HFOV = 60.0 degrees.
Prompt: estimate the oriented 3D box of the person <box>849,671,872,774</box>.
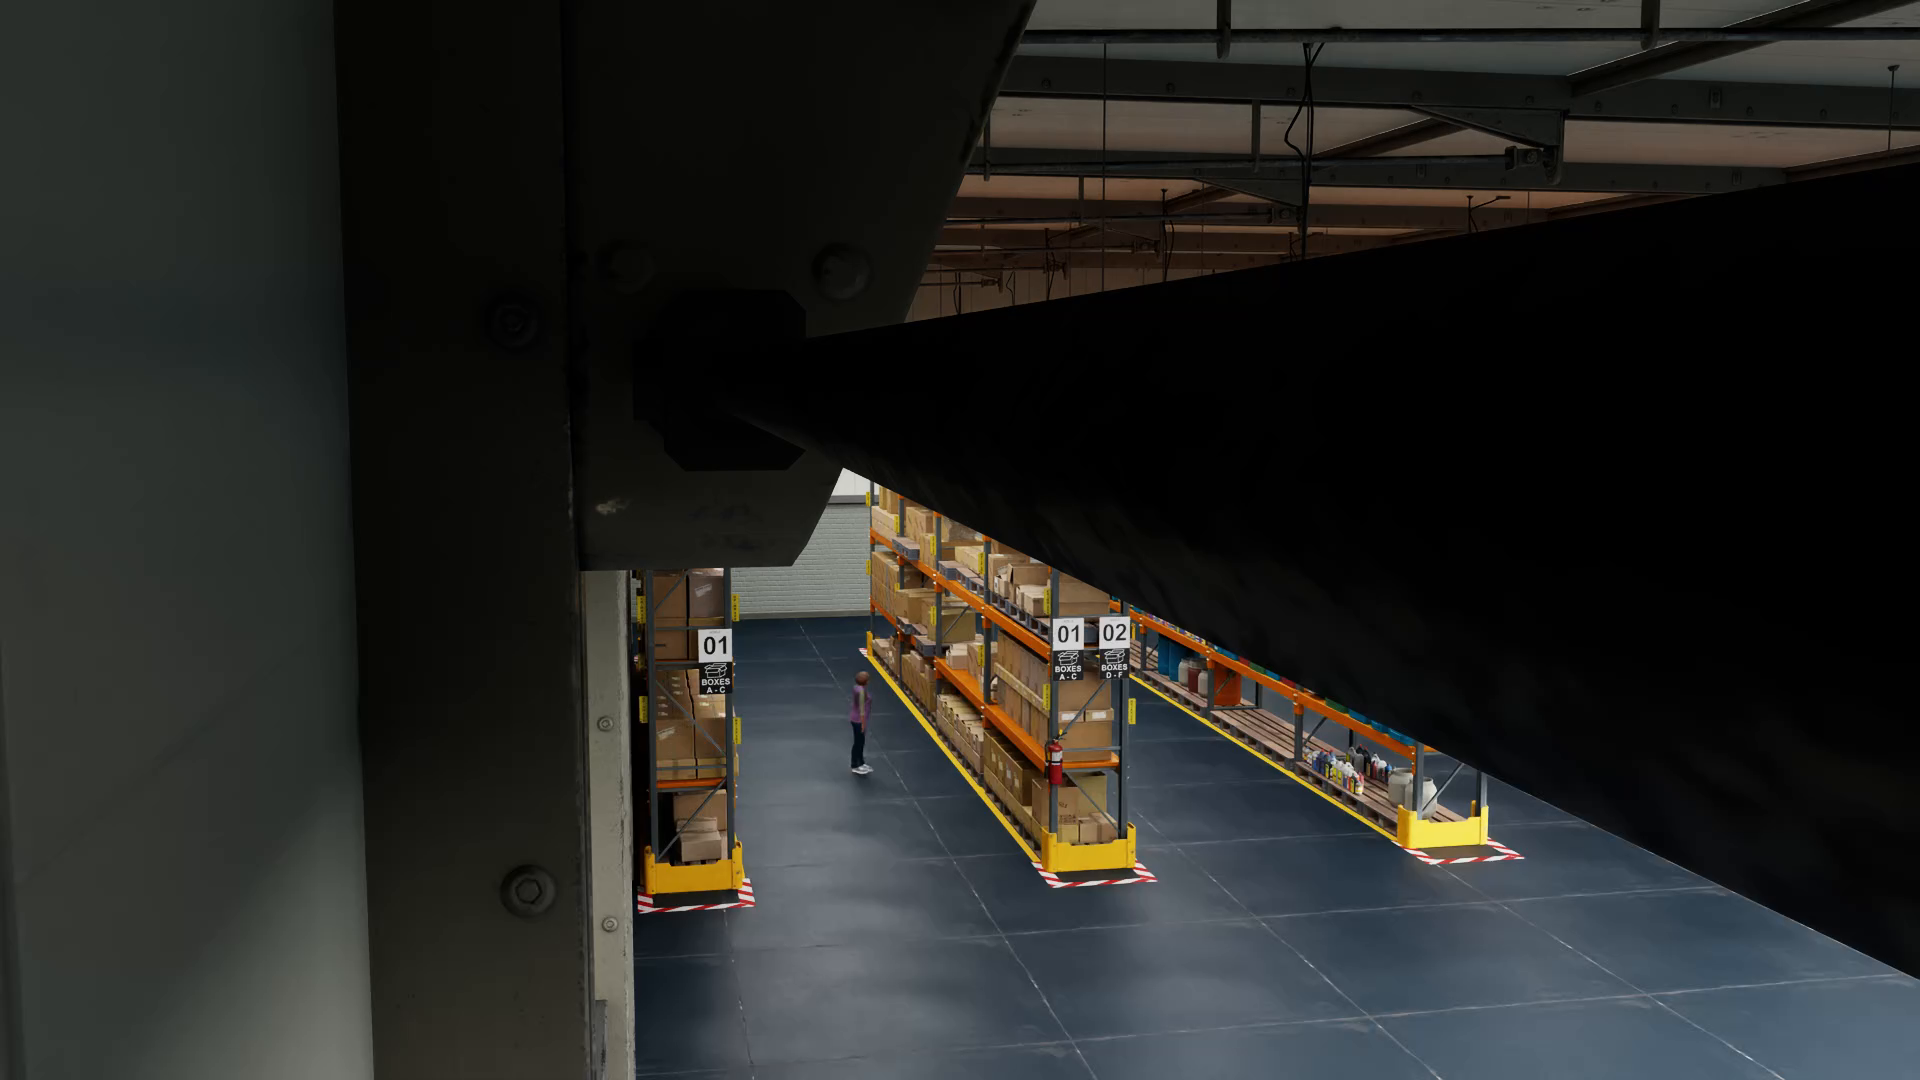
[{"bbox_3d":[-1.540,2.836,25.897,0.376,1.611,0.434,-1,6,-10],"label":"person"}]
